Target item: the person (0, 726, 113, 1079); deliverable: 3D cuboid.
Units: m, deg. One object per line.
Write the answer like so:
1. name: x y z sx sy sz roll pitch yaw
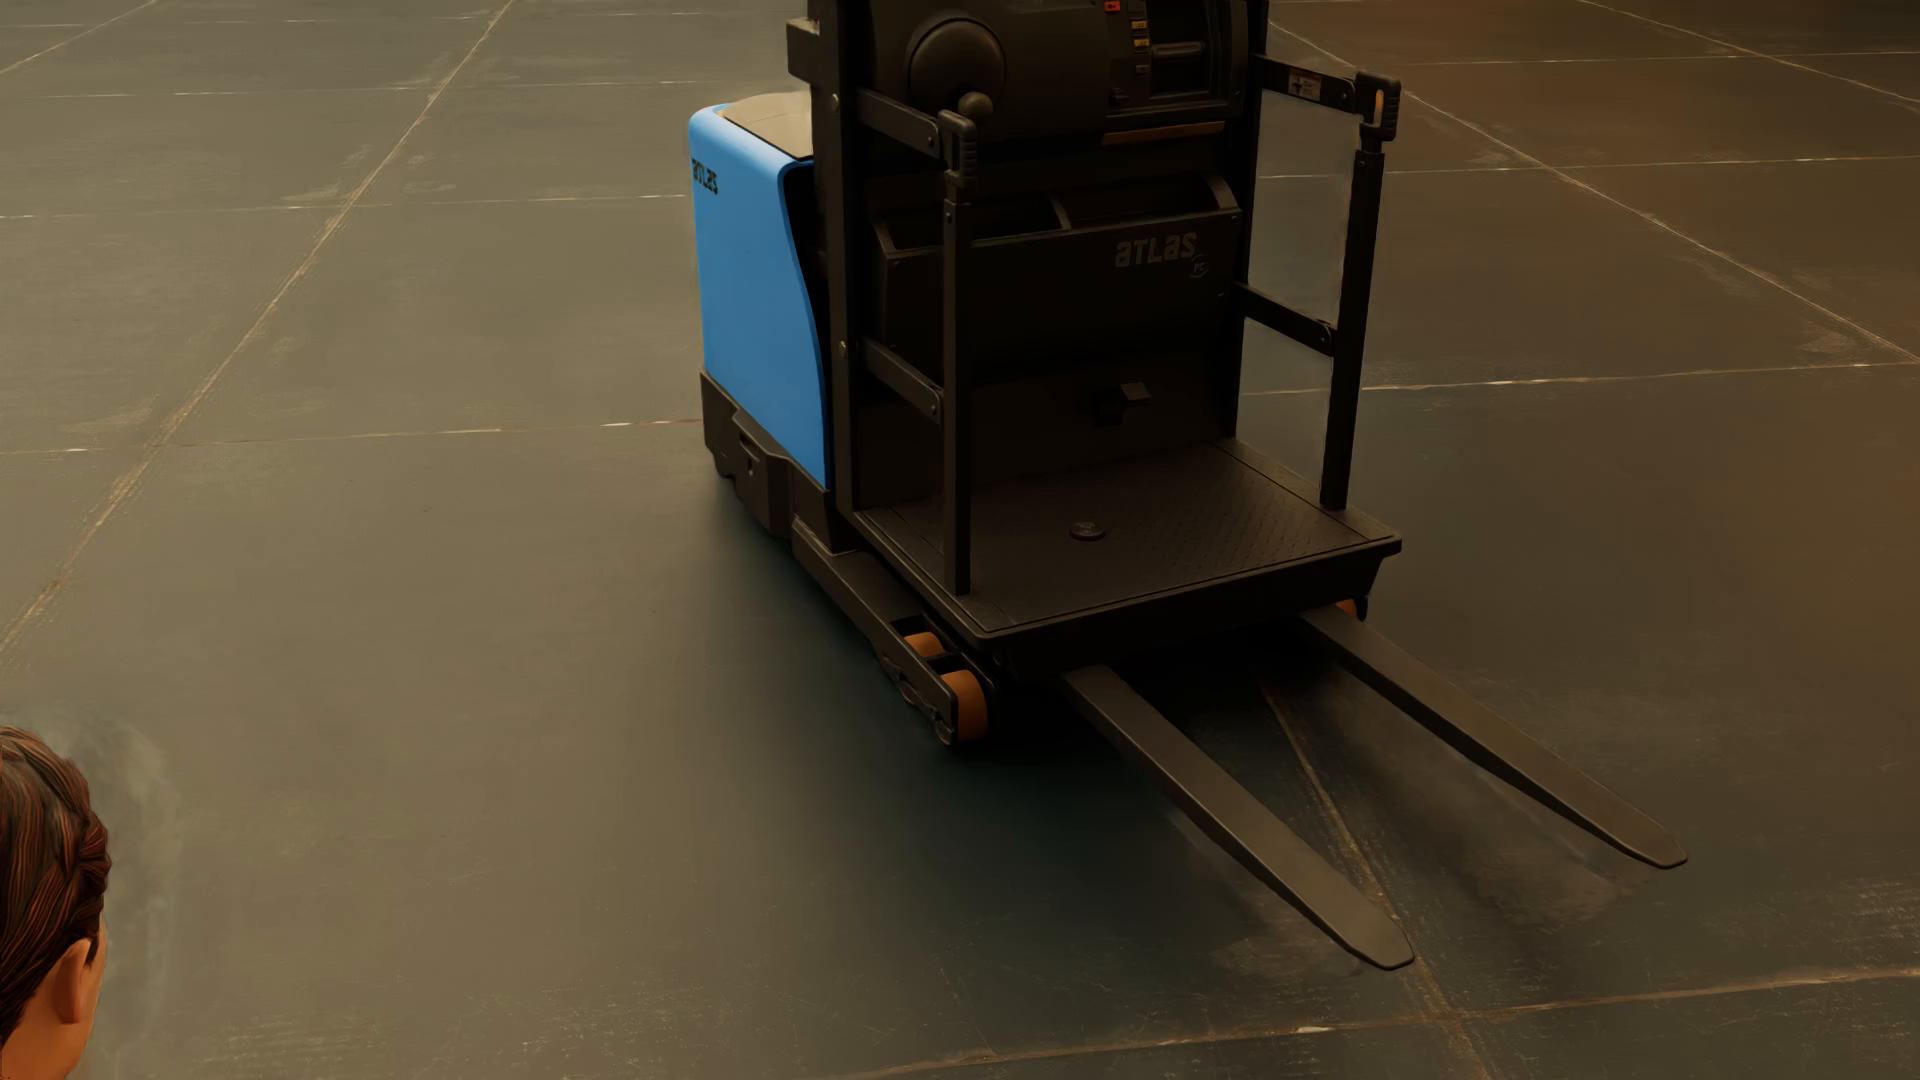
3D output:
1. person: -0.637 0.776 1.326 1.025 1.509 0.955 -1 26 -3

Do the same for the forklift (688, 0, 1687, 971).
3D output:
1. forklift: 0.322 -1.085 3.482 1.130 2.935 3.031 -12 28 -23
